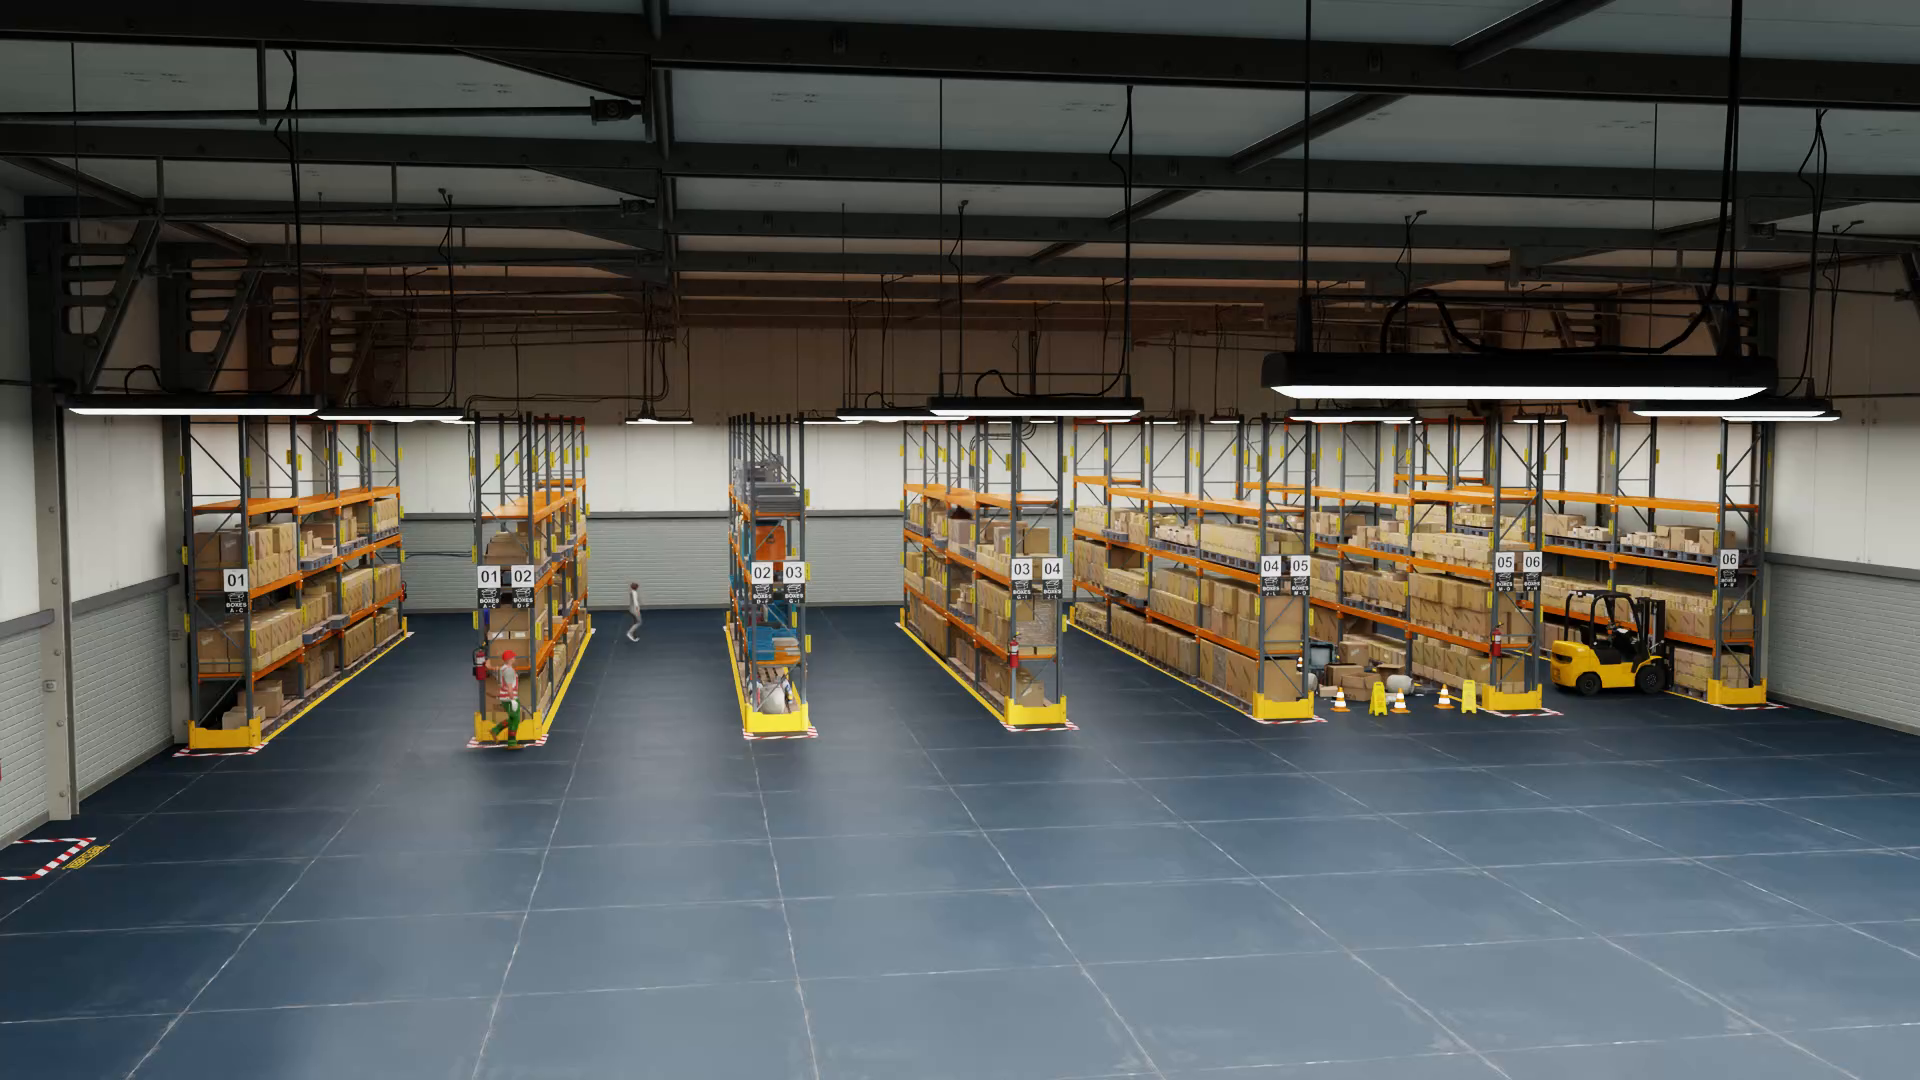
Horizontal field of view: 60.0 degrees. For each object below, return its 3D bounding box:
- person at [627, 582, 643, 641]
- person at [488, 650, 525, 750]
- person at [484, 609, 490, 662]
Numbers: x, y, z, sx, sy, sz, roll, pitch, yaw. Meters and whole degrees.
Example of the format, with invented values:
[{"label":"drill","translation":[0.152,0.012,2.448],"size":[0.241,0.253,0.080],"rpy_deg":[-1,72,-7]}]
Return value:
[{"label":"person","translation":[-8.674,1.908,44.227],"size":[0.415,1.597,0.579],"rpy_deg":[-1,4,-18]},{"label":"person","translation":[-8.038,2.825,29.413],"size":[0.642,1.769,0.602],"rpy_deg":[-1,4,-8]},{"label":"person","translation":[-11.312,2.179,40.038],"size":[0.611,1.642,0.492],"rpy_deg":[4,5,44]}]
